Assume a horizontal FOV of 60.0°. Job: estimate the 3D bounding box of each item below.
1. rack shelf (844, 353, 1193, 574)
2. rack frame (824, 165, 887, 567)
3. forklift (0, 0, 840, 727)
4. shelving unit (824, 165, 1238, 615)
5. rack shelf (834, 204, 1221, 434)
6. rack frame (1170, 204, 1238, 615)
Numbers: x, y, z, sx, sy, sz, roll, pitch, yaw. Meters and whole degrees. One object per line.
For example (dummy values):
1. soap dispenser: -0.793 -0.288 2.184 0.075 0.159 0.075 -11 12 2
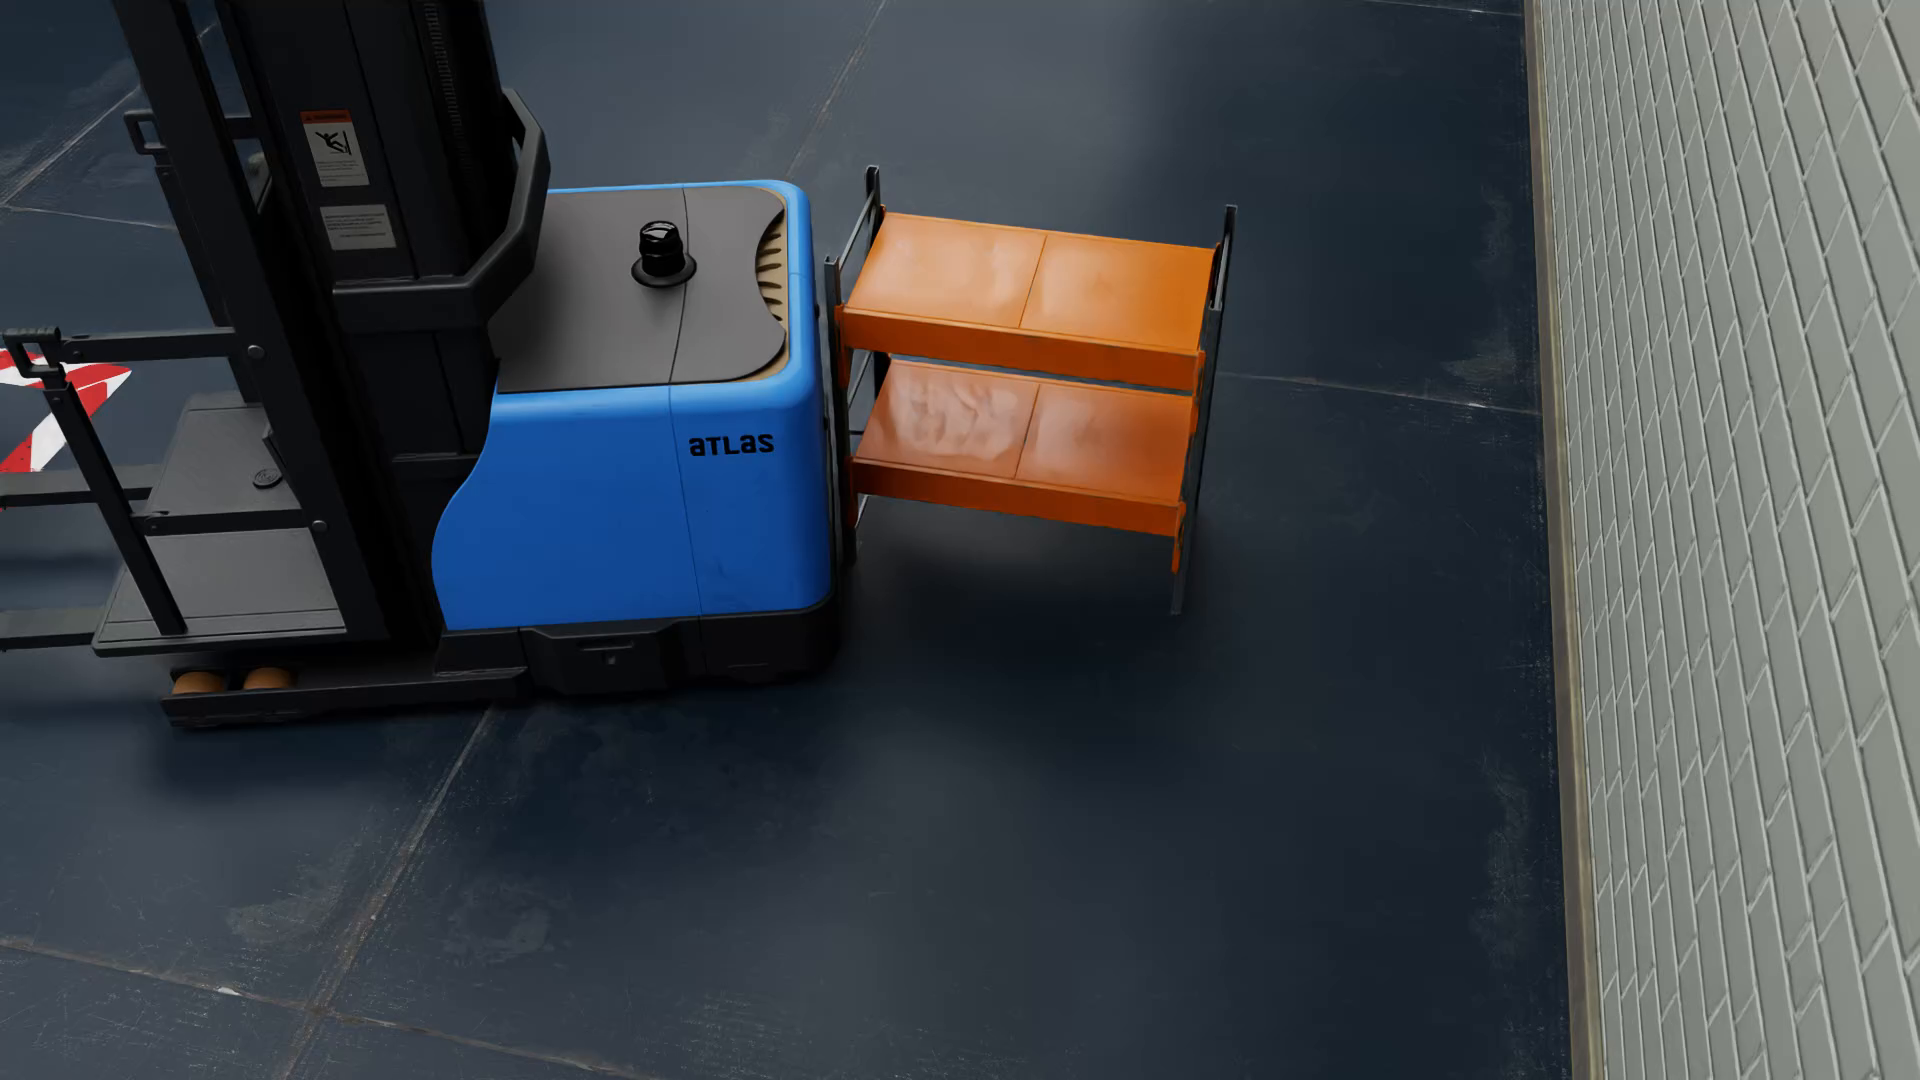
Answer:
1. rack shelf: 0.203 -0.245 5.046 1.000 0.278 0.538 8 45 8
2. rack frame: -0.295 -0.492 4.950 0.032 1.125 0.500 8 45 8
3. forklift: -1.894 -0.911 4.082 3.031 2.935 1.130 -3 44 -3
4. shelving unit: 0.203 -0.421 4.876 1.048 1.125 0.538 8 45 8
5. rack shelf: 0.203 -0.632 4.673 1.000 0.278 0.538 8 45 8
6. rack frame: 0.700 -0.350 4.802 0.032 1.125 0.500 8 45 8
